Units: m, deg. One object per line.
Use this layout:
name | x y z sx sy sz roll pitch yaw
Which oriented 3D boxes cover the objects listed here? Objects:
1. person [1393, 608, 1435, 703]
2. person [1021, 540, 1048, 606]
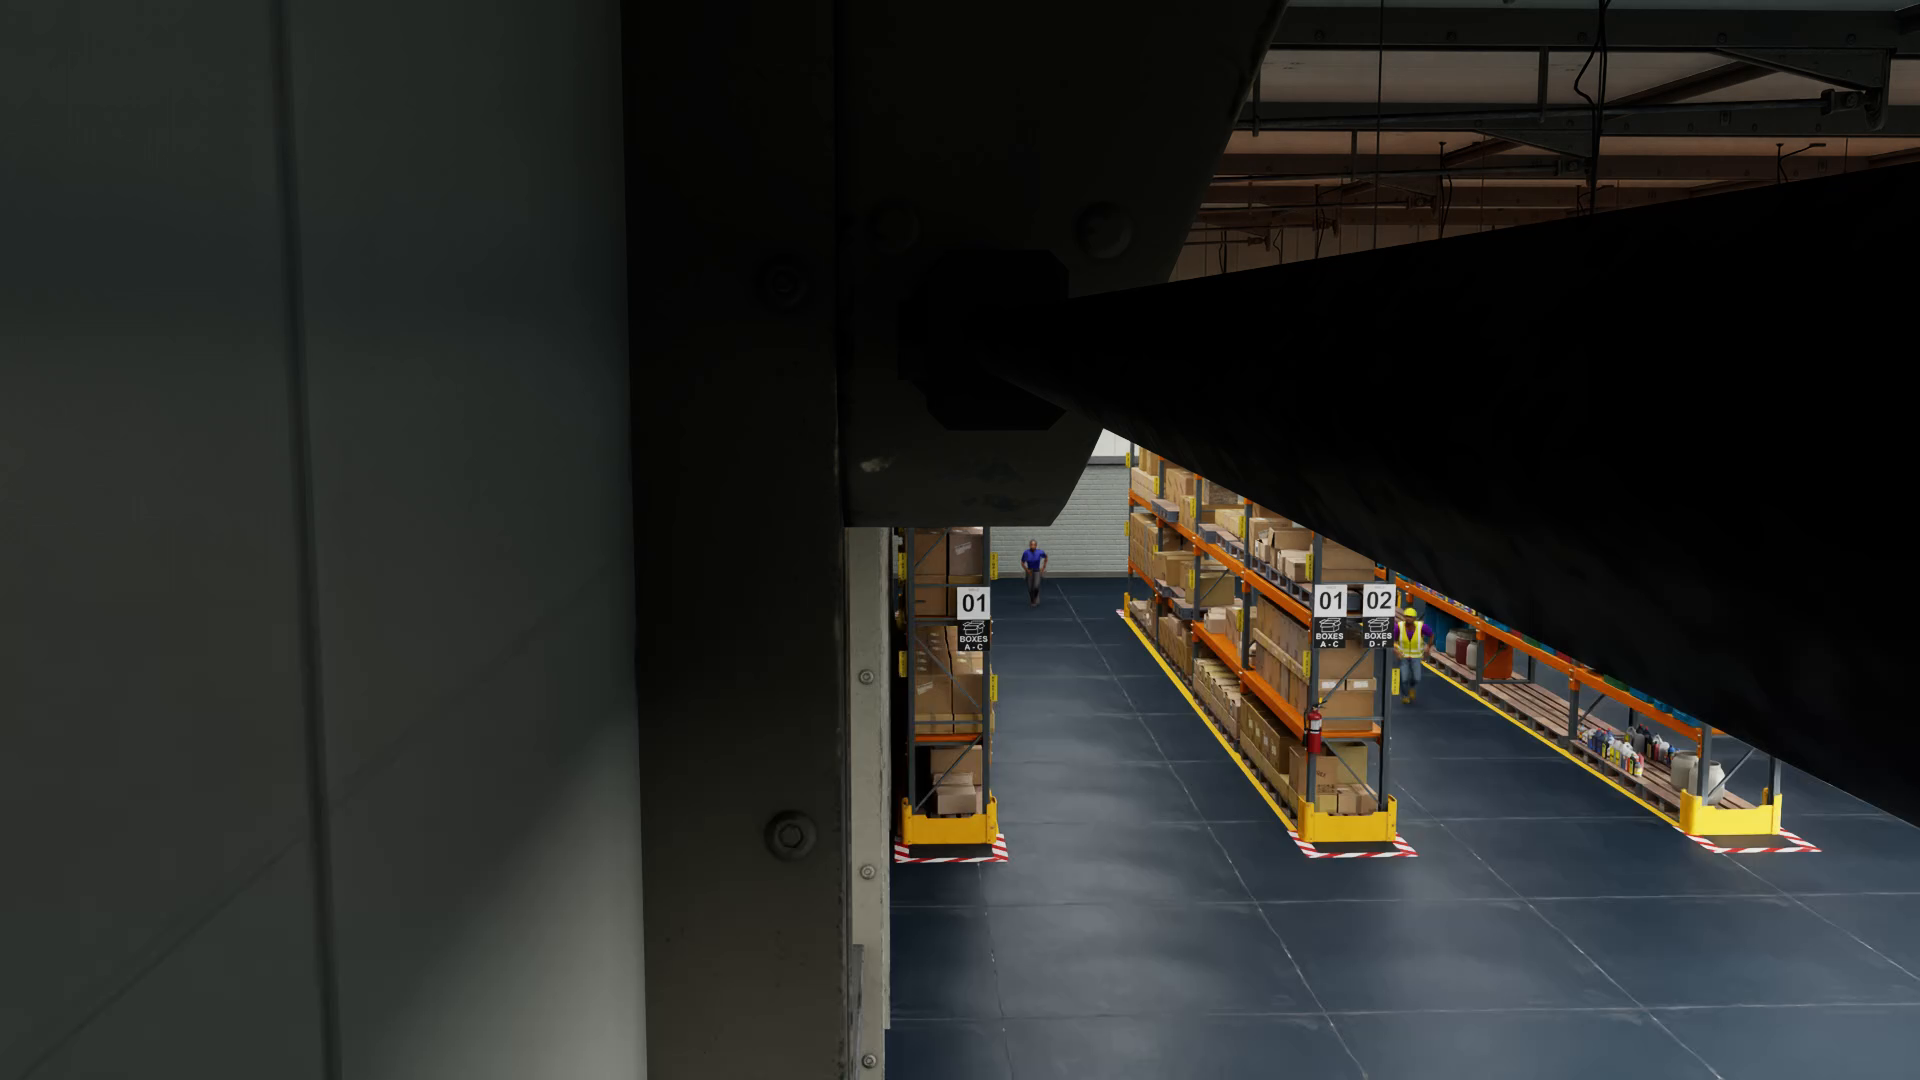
person | 7.570 1.936 27.912 0.753 1.669 0.678 1 7 8
person | 1.686 0.749 37.577 0.602 1.567 0.736 1 7 7
